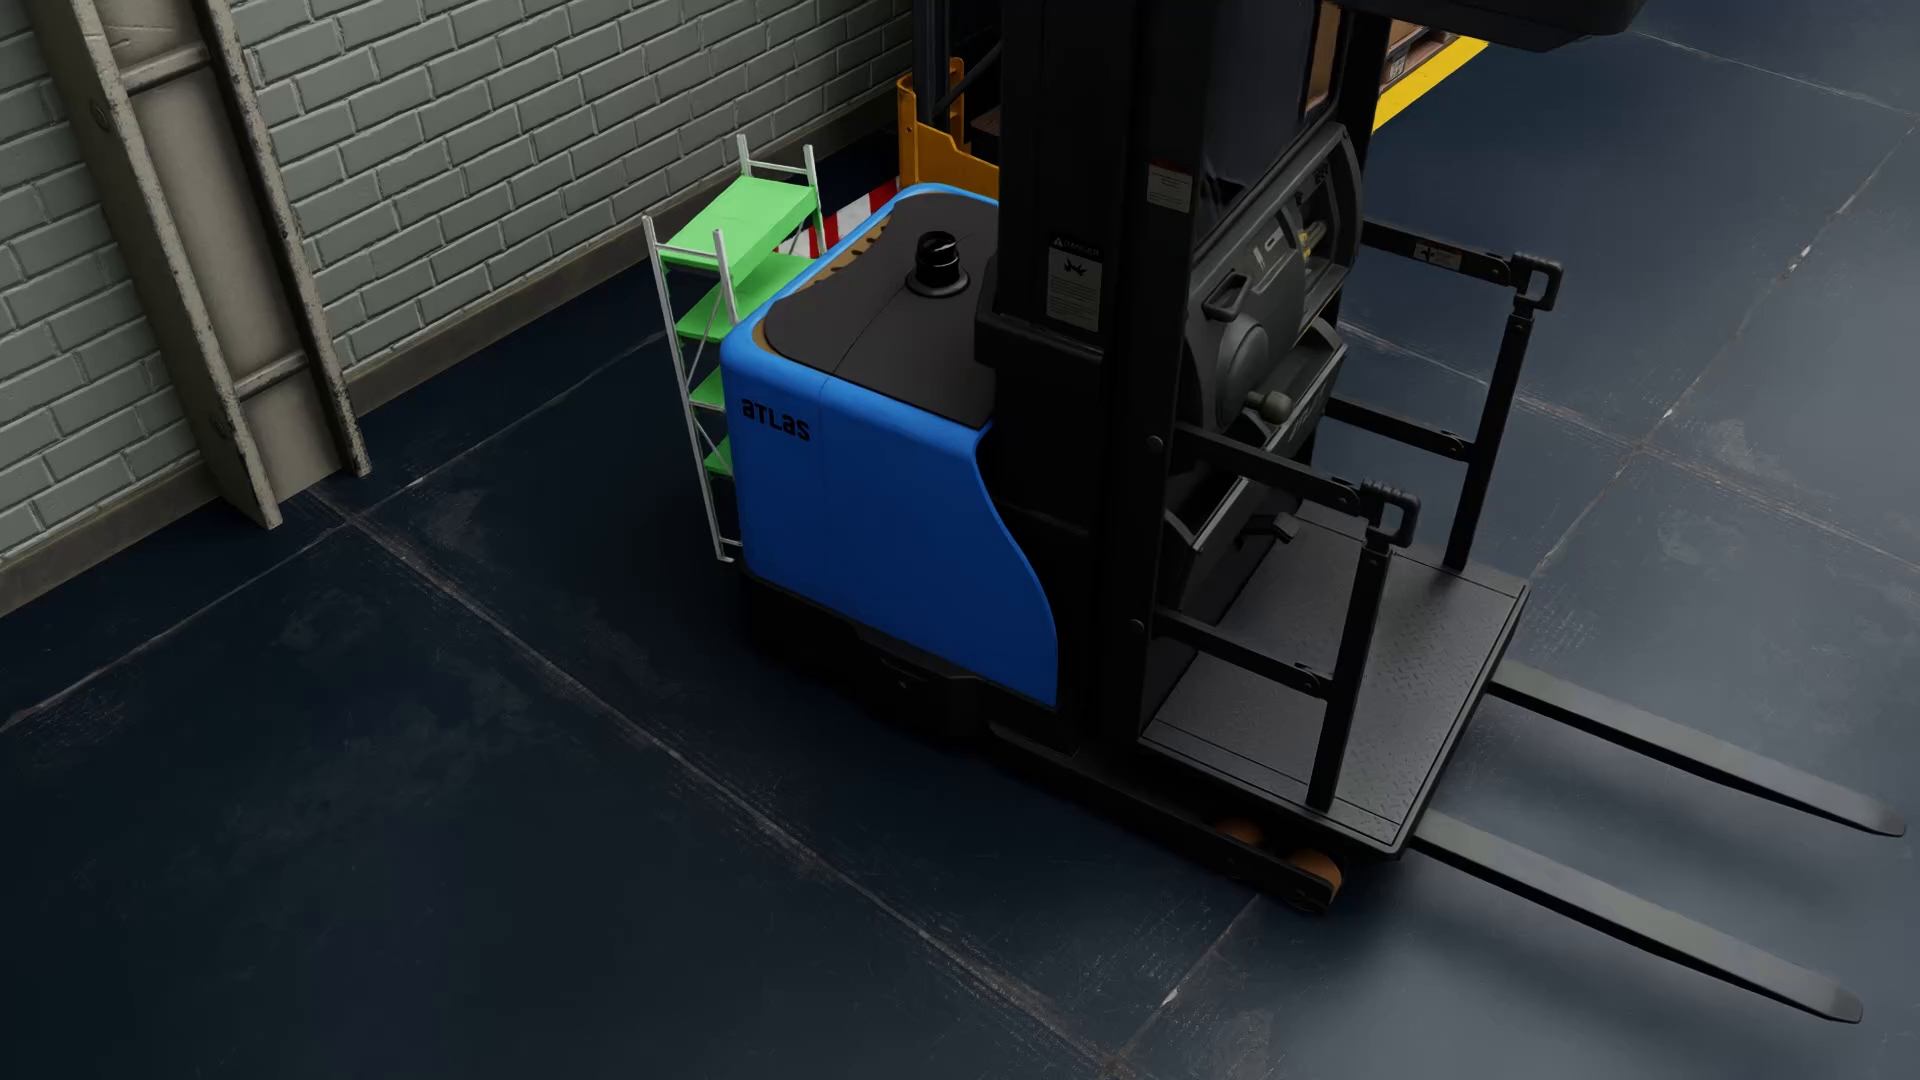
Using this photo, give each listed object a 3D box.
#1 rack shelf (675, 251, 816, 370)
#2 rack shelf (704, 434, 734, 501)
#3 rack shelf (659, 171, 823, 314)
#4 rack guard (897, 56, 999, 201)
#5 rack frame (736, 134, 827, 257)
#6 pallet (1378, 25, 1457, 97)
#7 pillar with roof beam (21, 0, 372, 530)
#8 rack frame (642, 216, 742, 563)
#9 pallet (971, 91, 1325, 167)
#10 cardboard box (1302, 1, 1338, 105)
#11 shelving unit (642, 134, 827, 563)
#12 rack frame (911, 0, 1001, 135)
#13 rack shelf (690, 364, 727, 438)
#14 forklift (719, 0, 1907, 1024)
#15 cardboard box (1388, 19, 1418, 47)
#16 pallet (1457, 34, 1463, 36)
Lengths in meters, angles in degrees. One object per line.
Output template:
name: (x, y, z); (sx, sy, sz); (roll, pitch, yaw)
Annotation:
rack shelf: (-0.598, -0.657, 4.805); (0.258, 0.148, 0.480); (14, 44, 21)
rack shelf: (-0.563, -0.292, 5.115); (0.258, 0.148, 0.480); (14, 44, 21)
rack shelf: (-0.616, -0.840, 4.651); (0.258, 0.148, 0.480); (14, 44, 21)
rack guard: (0.286, -1.420, 6.440); (1.175, 0.500, 0.348); (29, 50, 28)
rack frame: (-0.482, -0.671, 5.083); (0.240, 1.200, 0.015); (14, 44, 21)
pallet: (1.584, -2.349, 7.677); (1.003, 0.211, 1.213); (29, 50, 28)
pillar with roof beam: (1.107, -1.663, 0.390); (9.100, 9.000, 0.400); (29, 50, 28)
rack frame: (-0.688, -0.374, 4.755); (0.240, 1.200, 0.015); (14, 44, 21)
pallet: (0.799, -1.724, 6.989); (1.003, 0.211, 1.213); (29, 50, 28)
cardboard box: (1.283, -2.234, 7.023); (0.700, 0.500, 0.500); (32, 51, 30)
shelving unit: (-0.585, -0.523, 4.919); (0.258, 1.200, 0.503); (14, 44, 21)
rack frame: (0.237, -2.306, 5.556); (1.000, 3.000, 0.127); (29, 50, 28)
rack shelf: (-0.581, -0.474, 4.960); (0.258, 0.148, 0.480); (14, 44, 21)
forklift: (0.895, -0.556, 3.683); (3.031, 2.935, 1.130); (22, 47, 23)
cardboard box: (1.700, -2.462, 7.274); (0.500, 0.500, 0.500); (30, 50, 29)
pallet: (2.369, -2.980, 8.371); (1.003, 0.211, 1.213); (29, 50, 28)
